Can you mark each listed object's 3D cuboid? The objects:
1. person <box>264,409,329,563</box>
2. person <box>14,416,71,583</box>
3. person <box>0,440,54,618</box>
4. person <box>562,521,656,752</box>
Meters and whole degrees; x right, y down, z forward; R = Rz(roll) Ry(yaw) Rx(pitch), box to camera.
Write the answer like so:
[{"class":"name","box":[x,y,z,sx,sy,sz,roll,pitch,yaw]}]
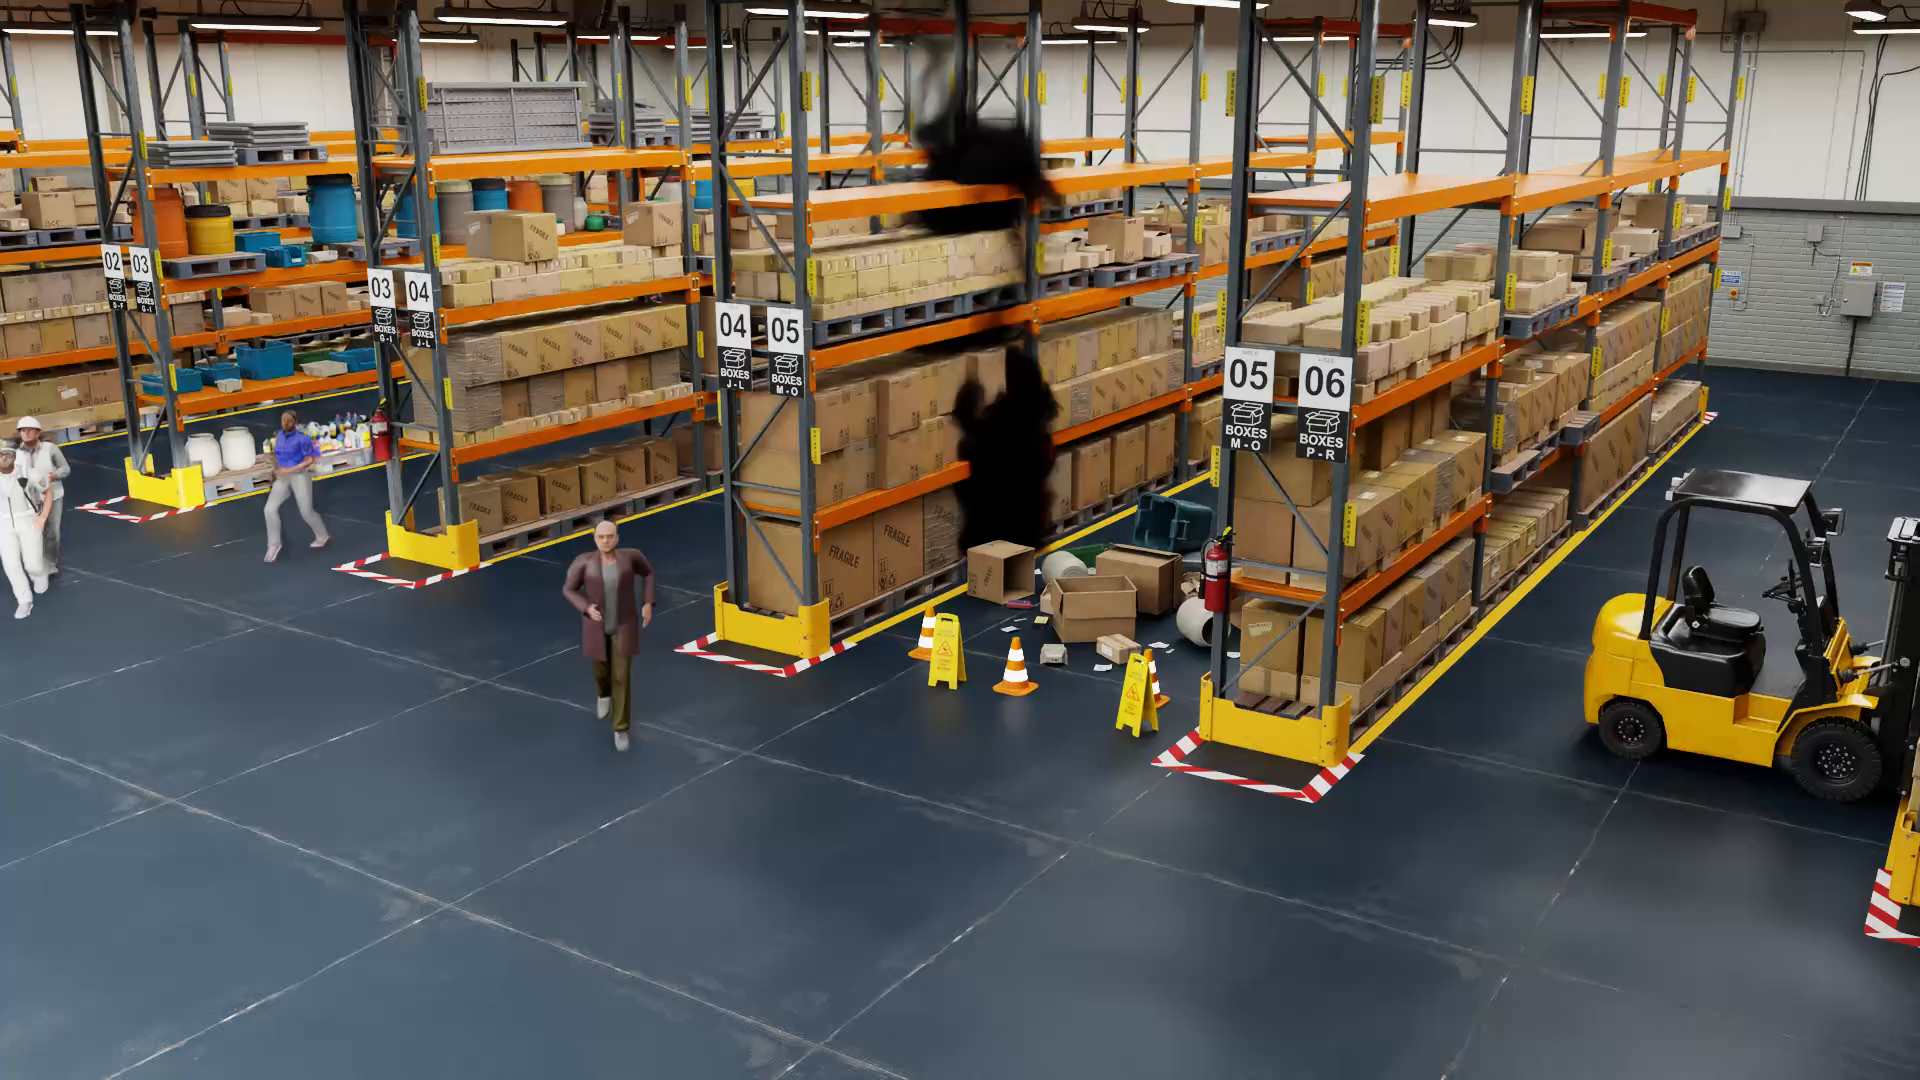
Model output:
[{"class":"person","box":[-7.367,-0.621,18.419,0.579,1.694,0.794,5,16,17]},{"class":"person","box":[-9.655,-0.417,17.477,0.631,1.789,0.704,-8,17,-27]},{"class":"person","box":[-9.381,-0.155,16.582,0.684,1.746,0.734,-6,17,-21]},{"class":"person","box":[-2.799,0.706,13.363,0.734,1.796,0.935,-3,16,-11]}]
